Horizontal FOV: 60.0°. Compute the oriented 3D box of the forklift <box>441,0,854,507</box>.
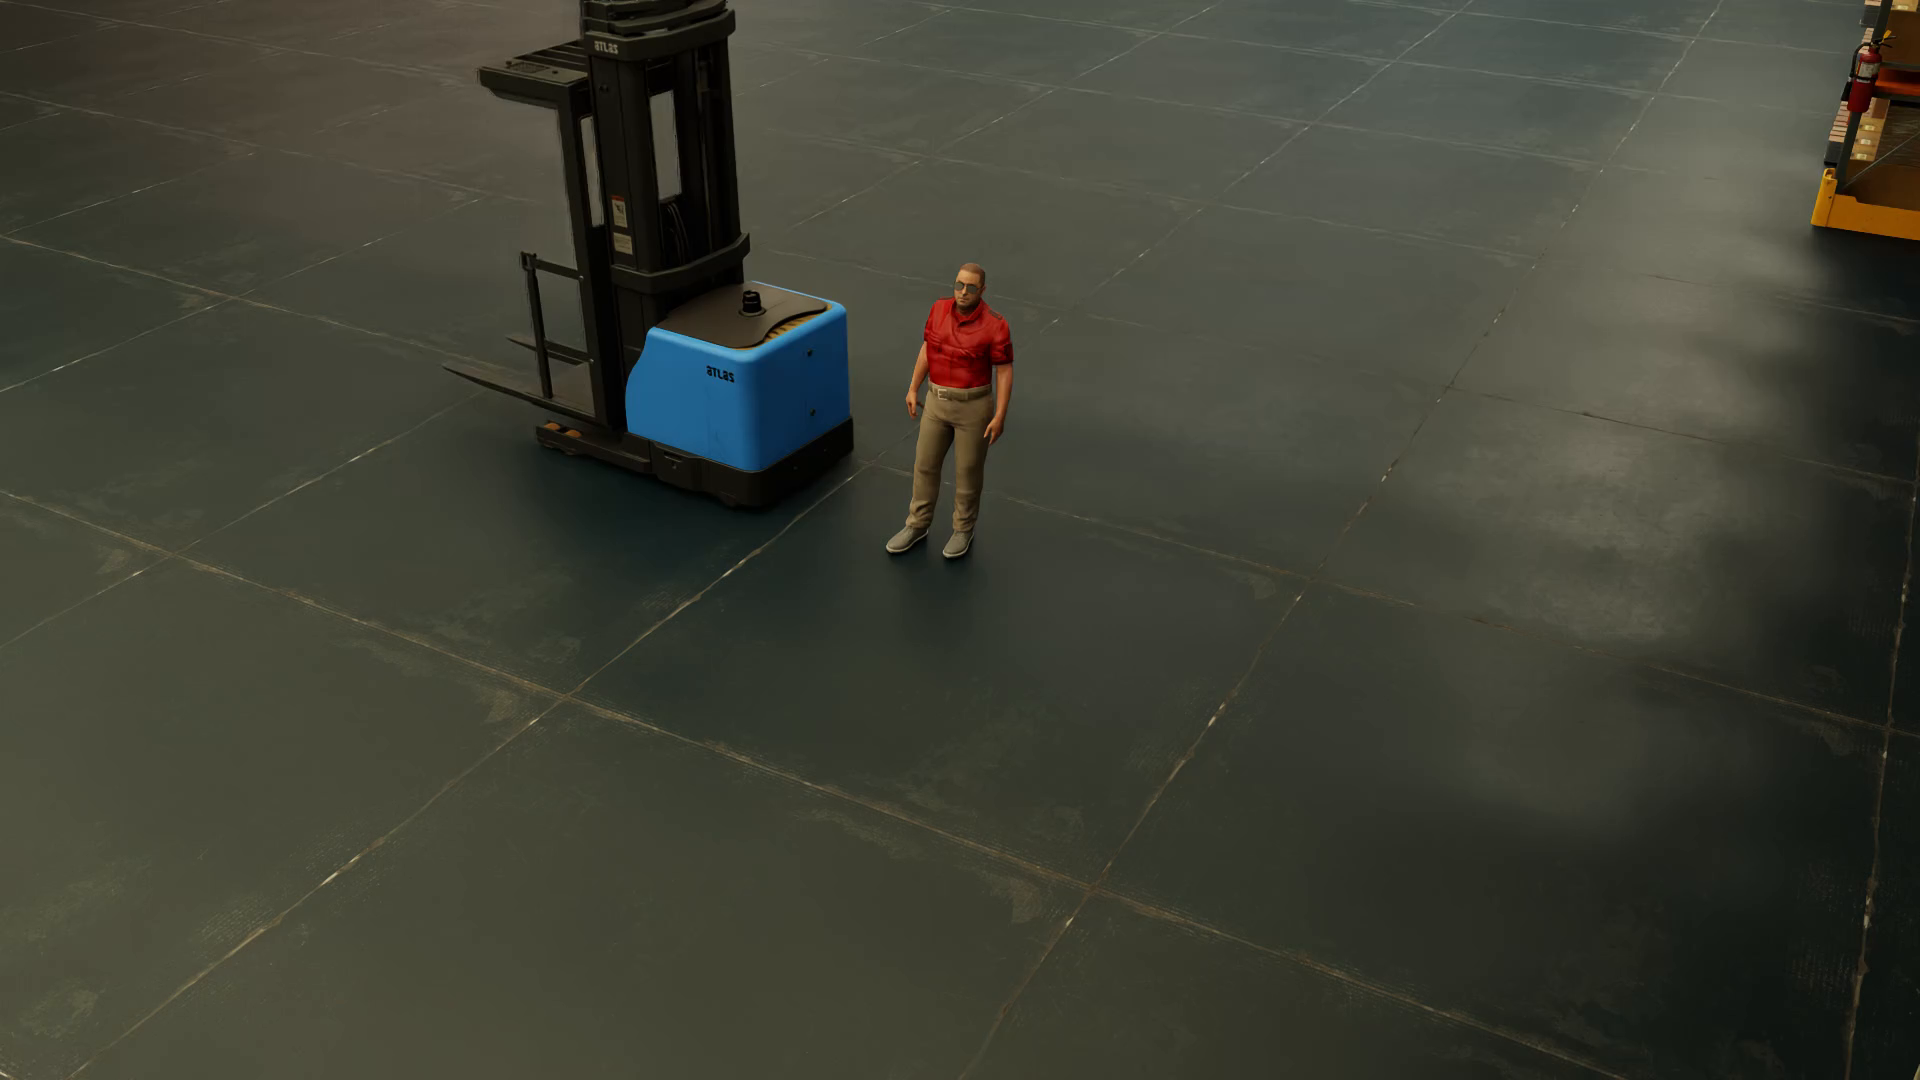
[{"bbox_3d":[-2.206,-2.027,10.582,3.031,2.935,1.130,18,35,29],"label":"forklift"}]

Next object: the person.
[{"bbox_3d":[-0.054,-0.719,9.503,0.641,1.727,0.550,15,33,25],"label":"person"}]
